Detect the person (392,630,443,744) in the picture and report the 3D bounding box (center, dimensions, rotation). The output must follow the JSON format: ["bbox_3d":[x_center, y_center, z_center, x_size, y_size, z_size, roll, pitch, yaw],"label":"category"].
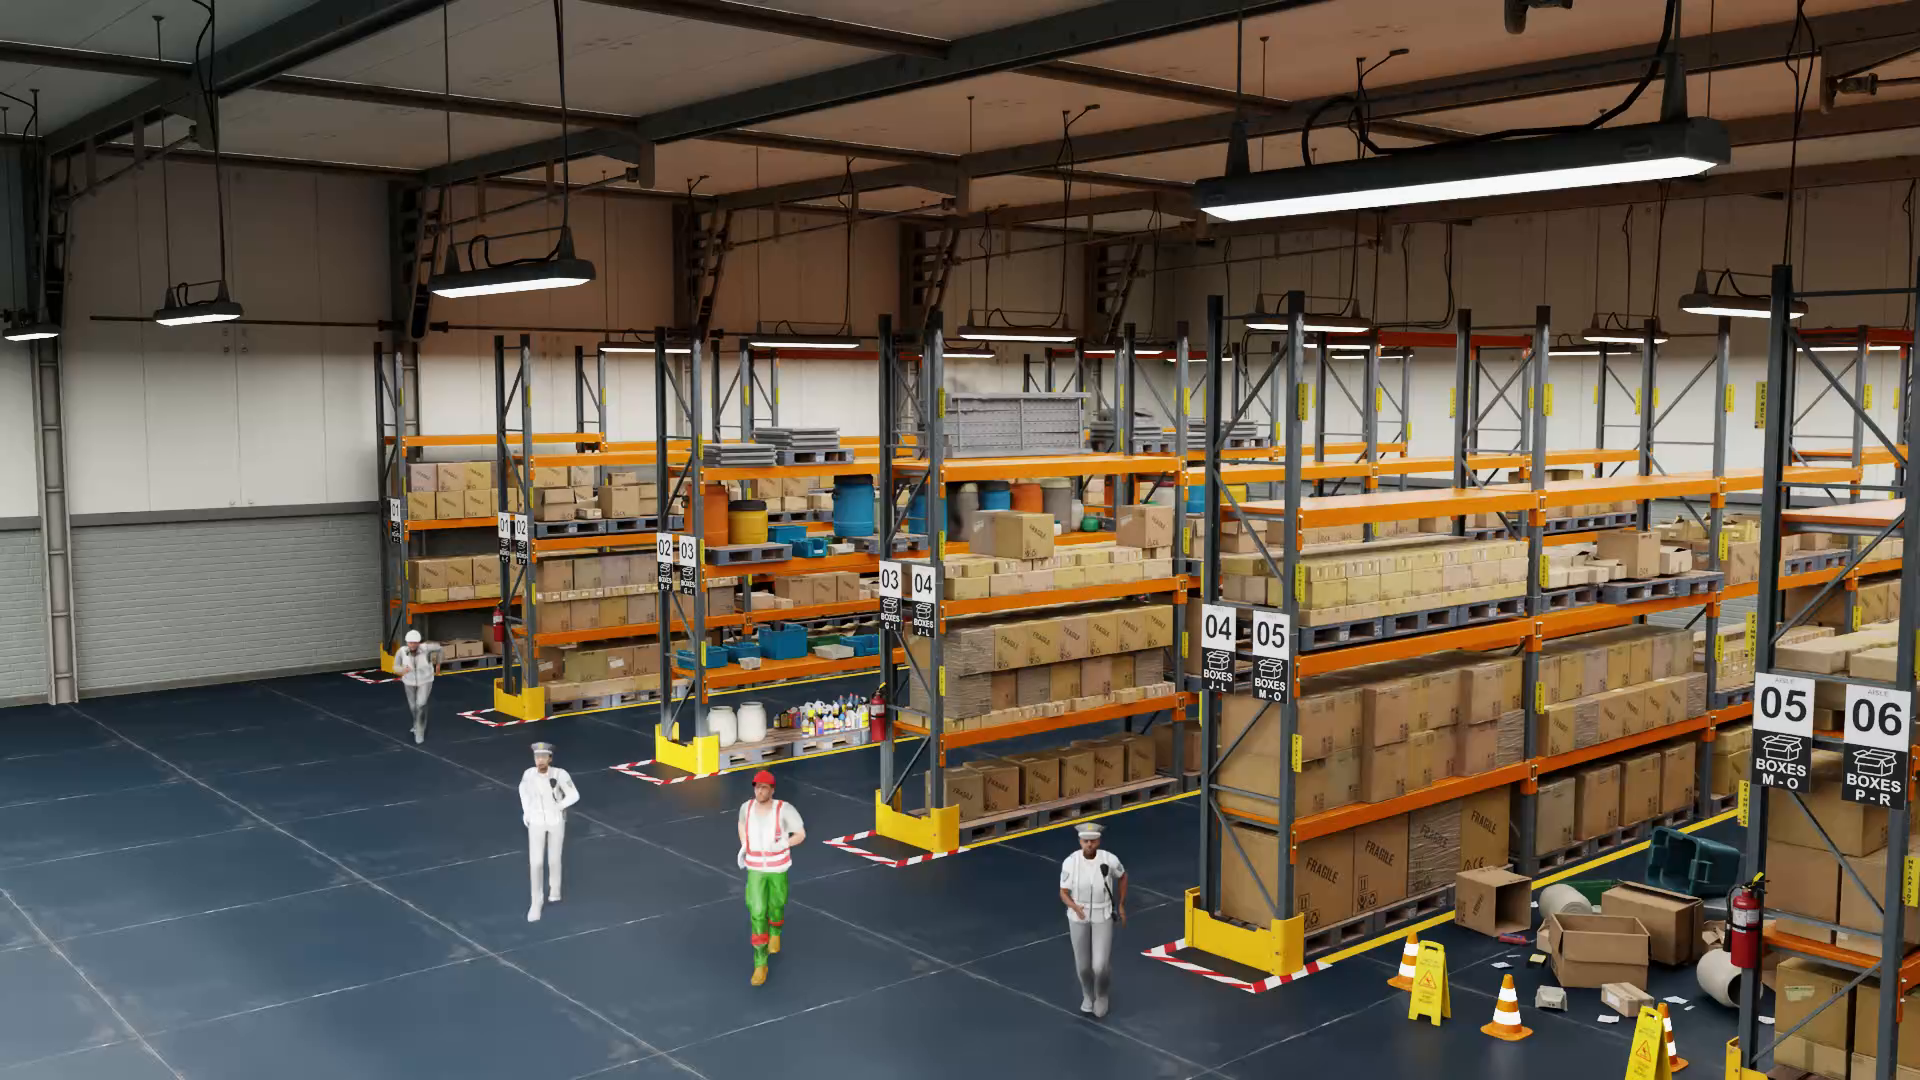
[{"bbox_3d":[-7.960,2.130,24.465,0.696,1.719,0.994,-1,5,-12],"label":"person"}]

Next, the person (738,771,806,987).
[{"bbox_3d":[-1.681,2.927,14.736,0.633,1.804,0.898,0,5,3],"label":"person"}]

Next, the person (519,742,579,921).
[{"bbox_3d":[-4.059,2.831,16.422,0.606,1.749,0.733,-1,5,-7],"label":"person"}]

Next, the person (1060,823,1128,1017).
[{"bbox_3d":[1.082,3.095,13.542,0.542,1.651,0.725,1,5,9],"label":"person"}]
